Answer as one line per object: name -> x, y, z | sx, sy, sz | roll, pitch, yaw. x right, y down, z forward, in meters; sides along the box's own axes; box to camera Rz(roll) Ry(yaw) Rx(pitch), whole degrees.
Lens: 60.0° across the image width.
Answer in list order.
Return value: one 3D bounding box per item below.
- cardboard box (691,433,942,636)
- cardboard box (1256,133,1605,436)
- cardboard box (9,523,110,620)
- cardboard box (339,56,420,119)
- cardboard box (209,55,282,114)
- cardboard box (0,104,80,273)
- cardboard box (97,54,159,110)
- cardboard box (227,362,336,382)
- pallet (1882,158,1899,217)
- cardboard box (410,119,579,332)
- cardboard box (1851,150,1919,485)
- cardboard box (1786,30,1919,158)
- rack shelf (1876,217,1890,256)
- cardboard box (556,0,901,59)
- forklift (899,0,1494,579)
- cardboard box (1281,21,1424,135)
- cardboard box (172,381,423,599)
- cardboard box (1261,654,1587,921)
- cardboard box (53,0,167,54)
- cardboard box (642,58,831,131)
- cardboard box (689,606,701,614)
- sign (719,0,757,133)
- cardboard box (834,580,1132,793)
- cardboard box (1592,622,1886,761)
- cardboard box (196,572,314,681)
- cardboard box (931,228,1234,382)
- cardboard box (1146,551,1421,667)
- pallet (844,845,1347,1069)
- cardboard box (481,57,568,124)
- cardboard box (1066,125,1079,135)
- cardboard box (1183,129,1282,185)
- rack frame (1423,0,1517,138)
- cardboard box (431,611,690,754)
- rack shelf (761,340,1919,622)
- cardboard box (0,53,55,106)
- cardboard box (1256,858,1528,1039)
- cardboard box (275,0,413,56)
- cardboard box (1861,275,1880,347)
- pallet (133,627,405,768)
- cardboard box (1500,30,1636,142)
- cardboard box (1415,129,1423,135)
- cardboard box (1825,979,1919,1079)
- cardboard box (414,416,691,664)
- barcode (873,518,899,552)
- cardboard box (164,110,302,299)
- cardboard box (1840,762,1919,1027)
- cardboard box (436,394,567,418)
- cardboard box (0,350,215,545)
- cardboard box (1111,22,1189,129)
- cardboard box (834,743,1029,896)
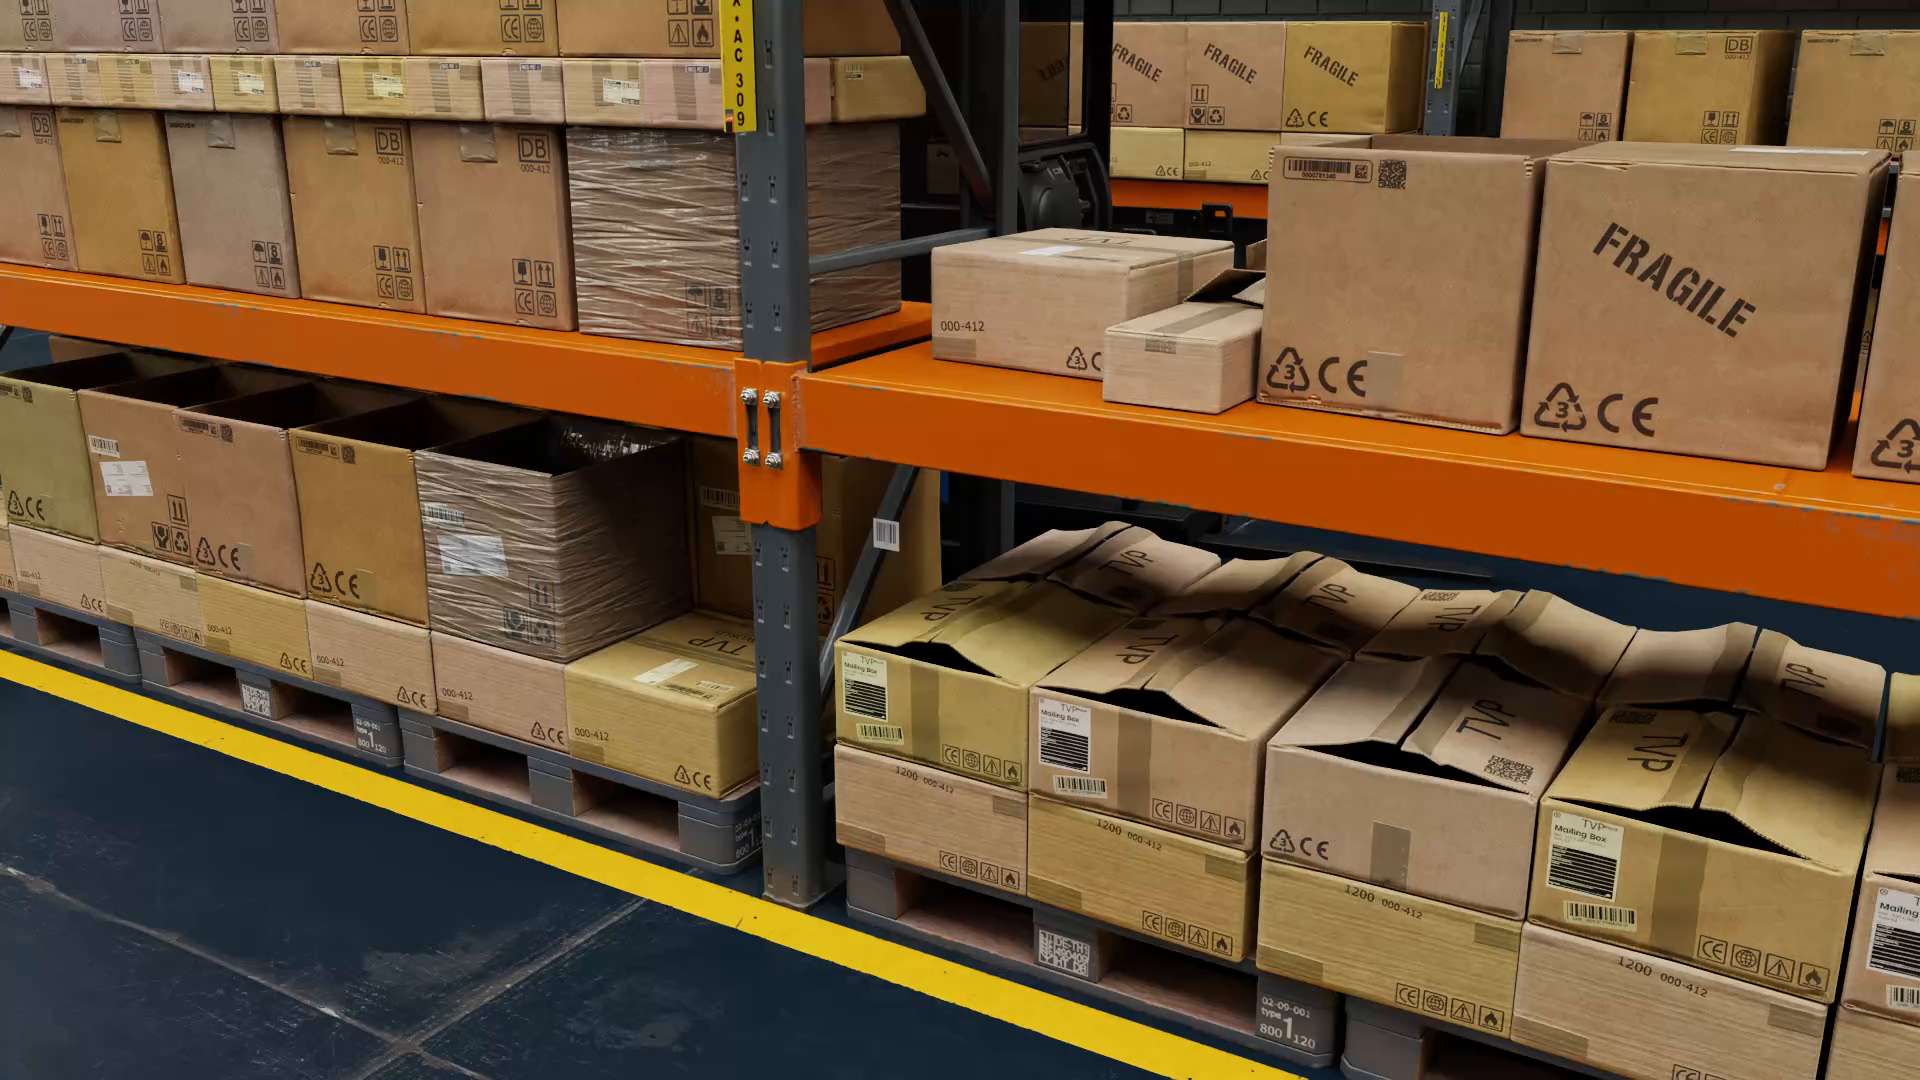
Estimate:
cardboard box -> -0.393, -0.072, 4.675 | 0.500, 0.500, 0.500 | 10, 20, 30
cardboard box -> 0.933, -0.527, 3.282 | 0.500, 0.500, 0.500 | 12, 21, 34
cardboard box -> -2.801, 0.038, 5.603 | 0.500, 0.250, 0.500 | 10, 20, 30
cardboard box -> -1.371, -1.182, 4.322 | 0.250, 0.149, 0.380 | 10, 20, 30
cardboard box -> -1.814, -1.259, 4.579 | 0.250, 0.149, 0.380 | 11, 20, 32
cardboard box -> -2.729, -1.183, 5.443 | 0.500, 0.500, 0.700 | 11, 20, 31
cardboard box -> -2.250, -1.338, 4.837 | 0.250, 0.149, 0.380 | 10, 19, 29
cardboard box -> -2.098, -0.376, 5.676 | 0.500, 0.500, 0.500 | 10, 20, 30
pallet -> 4.128, -1.498, 6.982 | 1.213, 0.211, 1.003 | 10, 20, 30
cardboard box -> -0.996, -0.872, 4.420 | 0.500, 0.500, 0.700 | 10, 20, 29
cardboard box -> 1.809, -0.370, 2.768 | 0.500, 0.500, 0.500 | 9, 19, 27
cardboard box -> 3.893, -1.901, 7.048 | 0.500, 0.500, 0.700 | 13, 21, 38
rack shelf -> 4.132, -1.259, 7.102 | 4.000, 0.370, 1.077 | 10, 20, 30
cardboard box -> -0.543, -1.414, 3.972 | 0.500, 0.500, 0.700 | 10, 20, 30
forklift -> 0.573, -1.328, 6.211 | 3.031, 2.935, 1.130 | 7, 18, 23
cardboard box -> 1.863, -2.199, 7.894 | 0.500, 0.500, 0.500 | 10, 20, 30
cardboard box -> -1.953, -0.167, 4.988 | 0.500, 0.500, 0.500 | 10, 20, 30
cardboard box -> 0.926, 0.447, 3.292 | 0.500, 0.311, 0.500 | 9, 19, 28
cardboard box -> -2.253, -1.719, 4.977 | 0.500, 0.500, 0.700 | 10, 20, 30
cardboard box -> -0.505, -1.026, 3.811 | 0.250, 0.149, 0.380 | 10, 20, 30
cardboard box -> -0.821, 0.212, 5.031 | 0.500, 0.250, 0.500 | 10, 20, 30
sign -> -0.451, -0.994, 3.368 | 0.005, 0.325, 0.100 | 10, 20, 30
cardboard box -> 0.060, 0.291, 3.805 | 0.500, 0.311, 0.500 | 10, 20, 30
cardboard box -> 1.631, 0.389, 3.484 | 0.500, 0.311, 0.500 | 10, 19, 29
cardboard box -> -1.952, 0.192, 5.098 | 0.500, 0.250, 0.500 | 10, 20, 30
cardboard box -> 0.281, -0.544, 3.769 | 0.500, 0.250, 0.500 | 12, 20, 33
cardboard box -> 0.780, 0.235, 3.991 | 0.500, 0.311, 0.500 | 11, 20, 32
pallet -> 0.487, 0.757, 4.026 | 1.213, 0.211, 1.003 | 10, 20, 30
cardboard box -> -0.940, -1.104, 4.065 | 0.250, 0.149, 0.380 | 9, 19, 28
cardboard box -> 0.579, -2.069, 8.754 | 0.500, 0.250, 0.500 | 10, 20, 31
cardboard box -> 1.445, -1.920, 8.264 | 0.500, 0.250, 0.500 | 10, 20, 30
rack frame -> 2.428, -1.907, 7.999 | 0.127, 3.000, 1.000 | 10, 20, 30
cardboard box -> -1.092, 0.340, 4.609 | 0.500, 0.250, 0.500 | 10, 20, 30
rack shelf -> 1.543, -0.031, 3.061 | 4.000, 0.370, 1.077 | 10, 20, 30
cardboard box -> -2.696, -1.417, 5.096 | 0.250, 0.149, 0.380 | 10, 19, 29
cardboard box -> 0.930, 0.714, 3.379 | 0.500, 0.250, 0.500 | 9, 19, 28
cardboard box -> -1.401, -1.567, 4.476 | 0.500, 0.500, 0.700 | 10, 20, 30
cardboard box -> 3.886, -1.028, 7.359 | 0.500, 0.250, 0.500 | 9, 19, 28
pallet -> -1.861, 0.338, 5.406 | 1.213, 0.211, 1.003 | 10, 20, 30
cardboard box -> 2.844, -2.080, 7.638 | 0.500, 0.500, 0.700 | 10, 20, 30
cardboard box -> 2.139, -1.970, 8.428 | 0.500, 0.250, 0.500 | 10, 20, 31
cardboard box -> 1.803, 0.869, 2.868 | 0.500, 0.250, 0.500 | 11, 20, 31
cardboard box -> -1.091, -0.019, 4.502 | 0.500, 0.500, 0.500 | 10, 20, 30
barcode -> -0.162, -0.012, 3.651 | 0.075, 0.075, 0.001 | 10, 20, 30
cardboard box -> -1.858, -1.027, 4.930 | 0.500, 0.500, 0.700 | 11, 20, 32
cardboard box -> 1.797, 0.601, 2.784 | 0.500, 0.311, 0.500 | 10, 20, 30
cardboard box -> -1.245, -0.224, 5.176 | 0.500, 0.500, 0.500 | 10, 20, 30
cardboard box -> -2.802, -0.320, 5.492 | 0.500, 0.500, 0.500 | 10, 20, 30
cardboard box -> 1.011, -2.353, 8.400 | 0.500, 0.500, 0.500 | 9, 19, 28
cardboard box -> 0.052, 0.558, 3.893 | 0.500, 0.250, 0.500 | 10, 19, 29
